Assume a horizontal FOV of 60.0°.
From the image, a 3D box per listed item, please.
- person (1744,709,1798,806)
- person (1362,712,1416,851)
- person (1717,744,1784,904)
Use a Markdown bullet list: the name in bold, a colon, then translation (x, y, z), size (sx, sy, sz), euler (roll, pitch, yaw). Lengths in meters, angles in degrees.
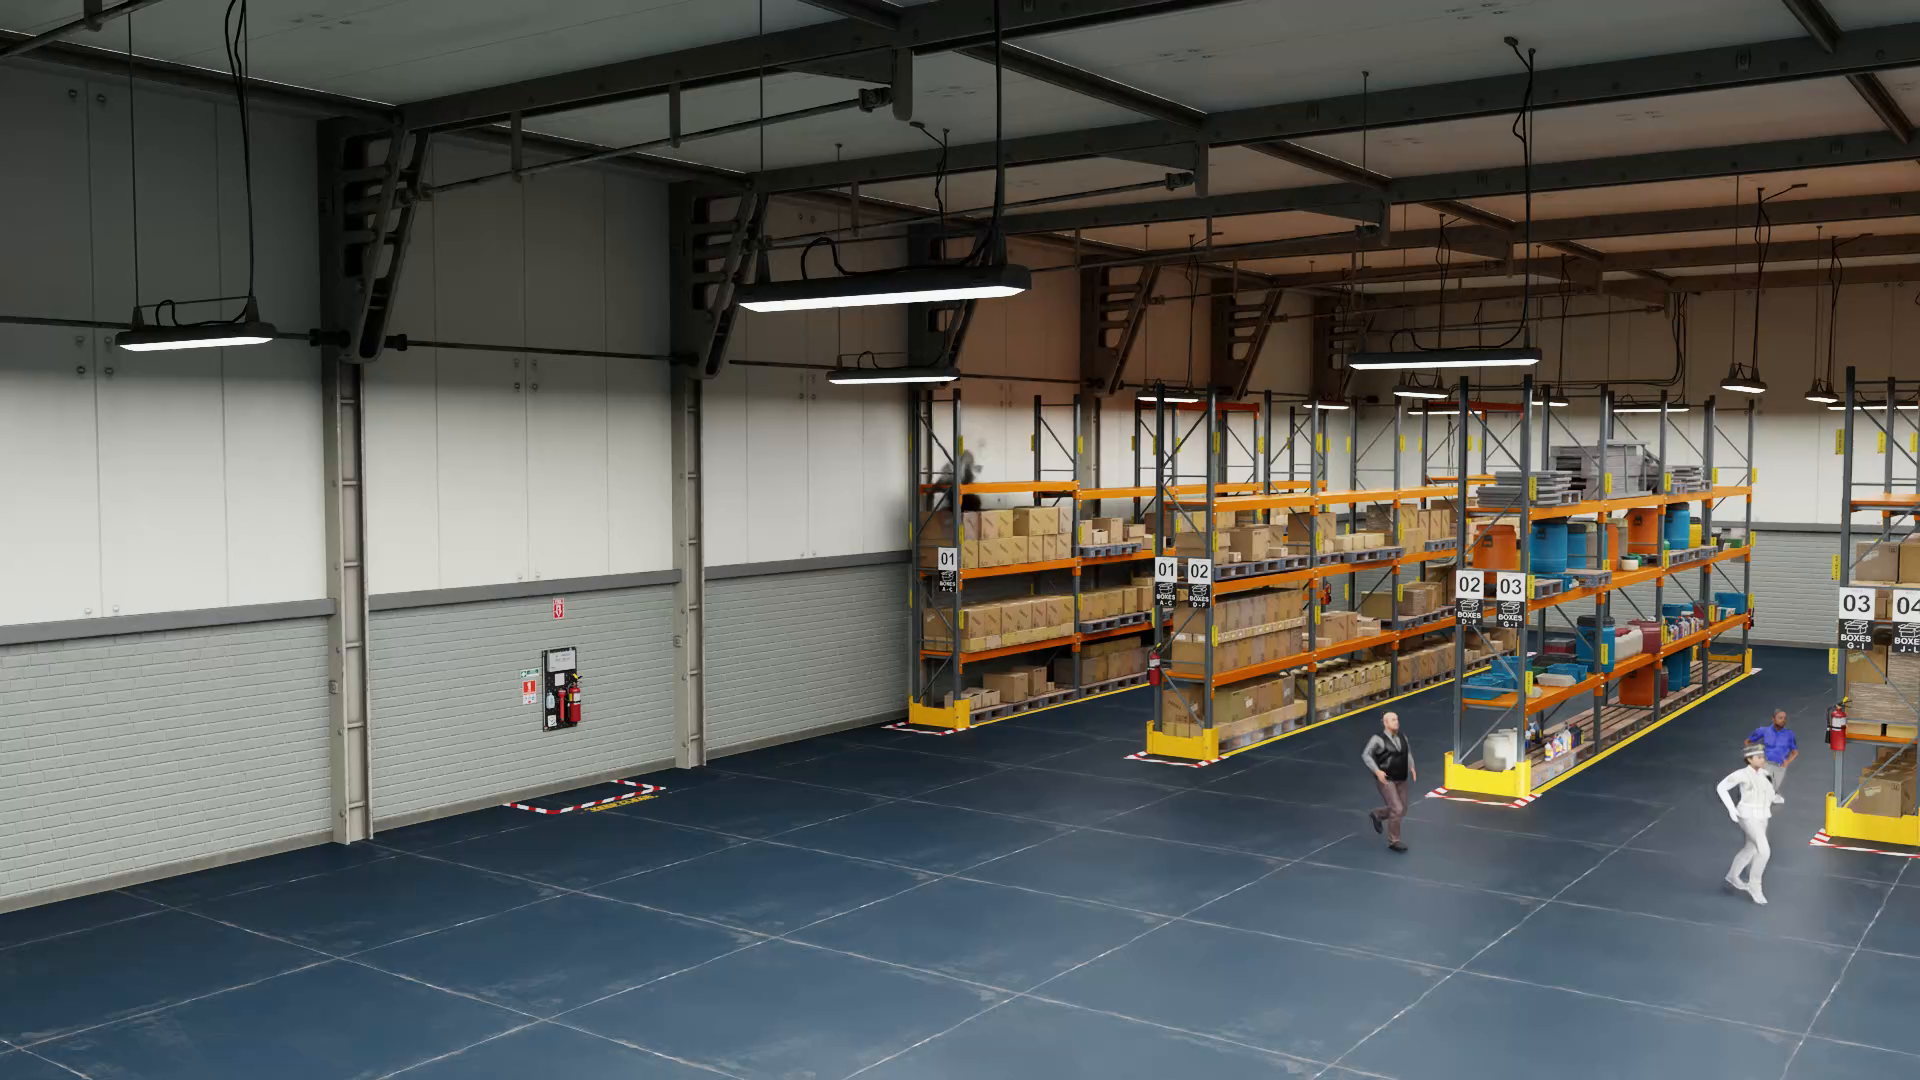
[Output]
- **person**: translation (10.461, 2.987, 21.444), size (0.618, 1.644, 0.792), euler (1, 3, 12)
- **person**: translation (5.323, 2.977, 20.688), size (0.694, 1.686, 0.772), euler (-2, 4, -26)
- **person**: translation (8.759, 3.116, 18.353), size (0.578, 1.745, 0.720), euler (-2, 4, -28)
